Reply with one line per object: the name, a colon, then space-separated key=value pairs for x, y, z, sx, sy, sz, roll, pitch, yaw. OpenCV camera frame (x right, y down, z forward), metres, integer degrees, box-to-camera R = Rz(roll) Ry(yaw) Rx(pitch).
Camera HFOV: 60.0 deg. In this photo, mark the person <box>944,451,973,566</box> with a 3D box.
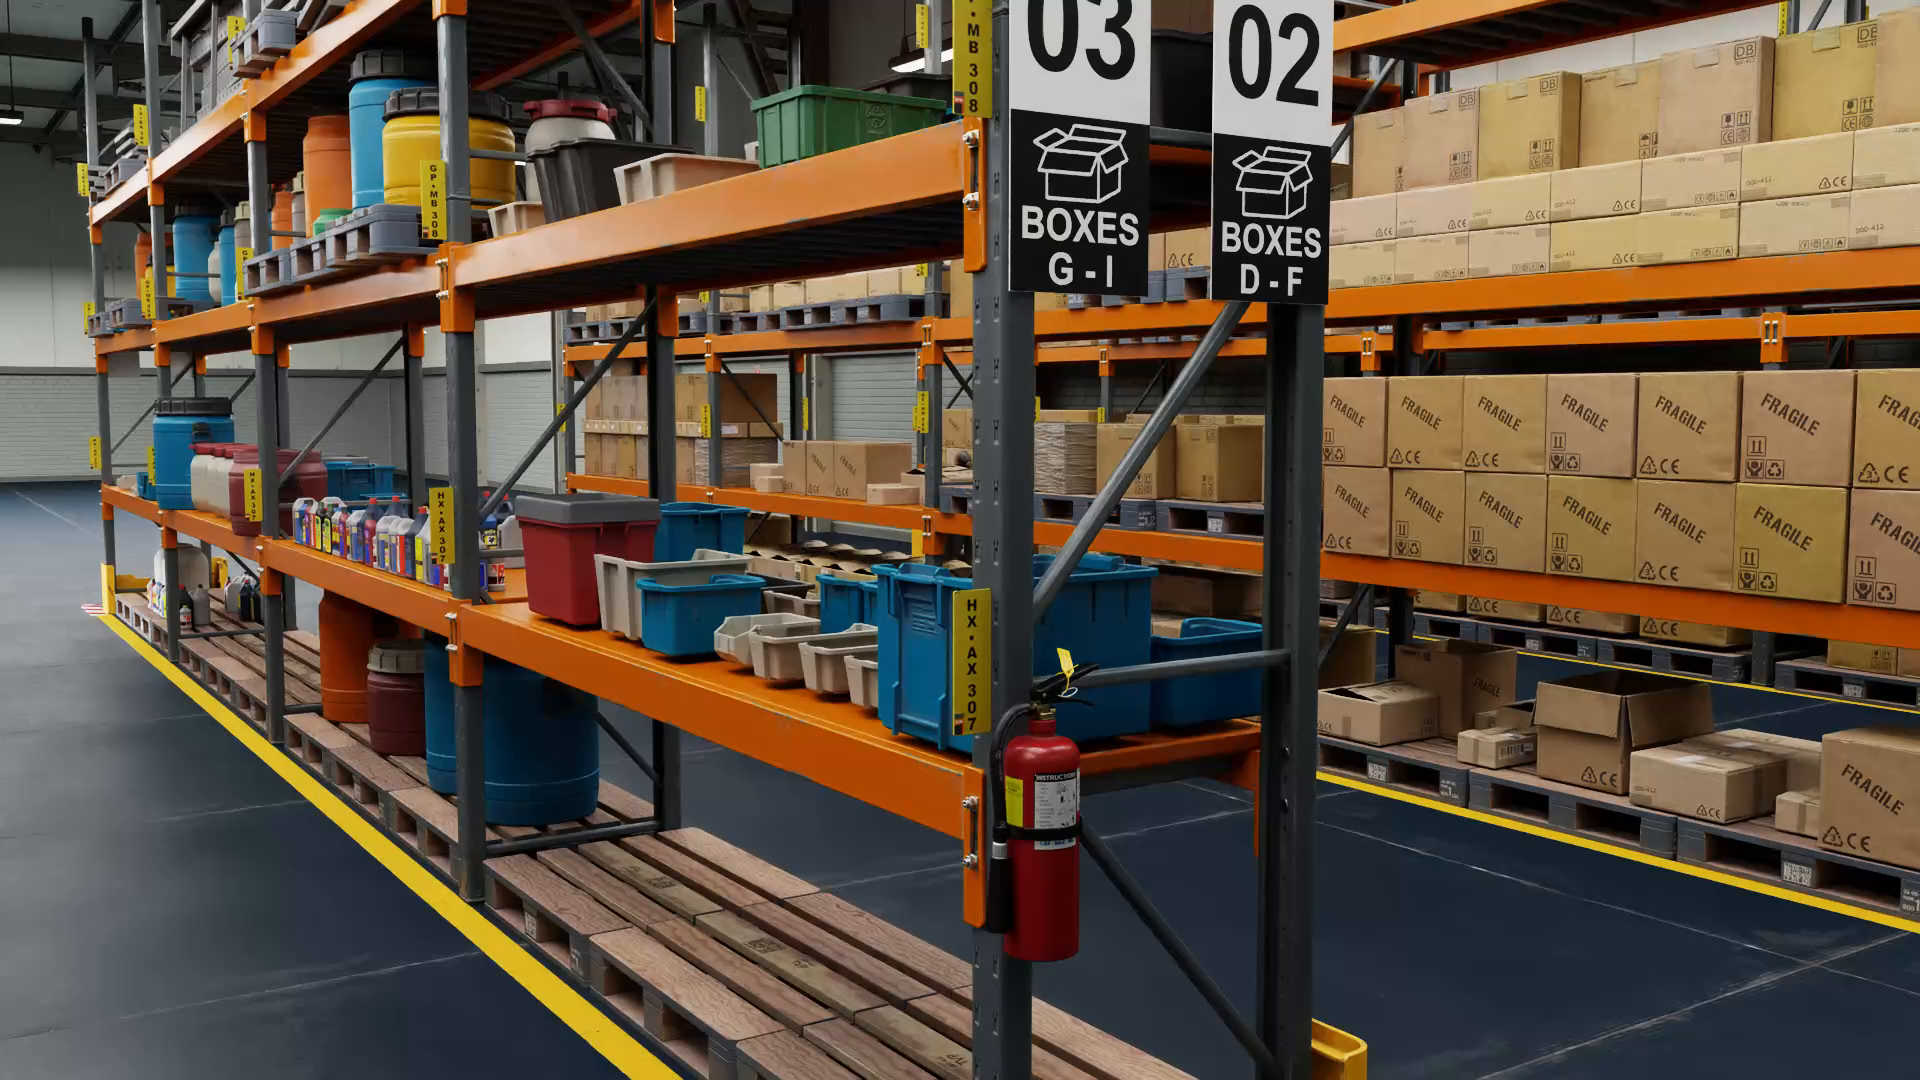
person: x=0.017 y=-0.109 z=17.460 sx=0.426 sy=1.658 sz=0.317 roll=-3 pitch=6 yaw=-32
